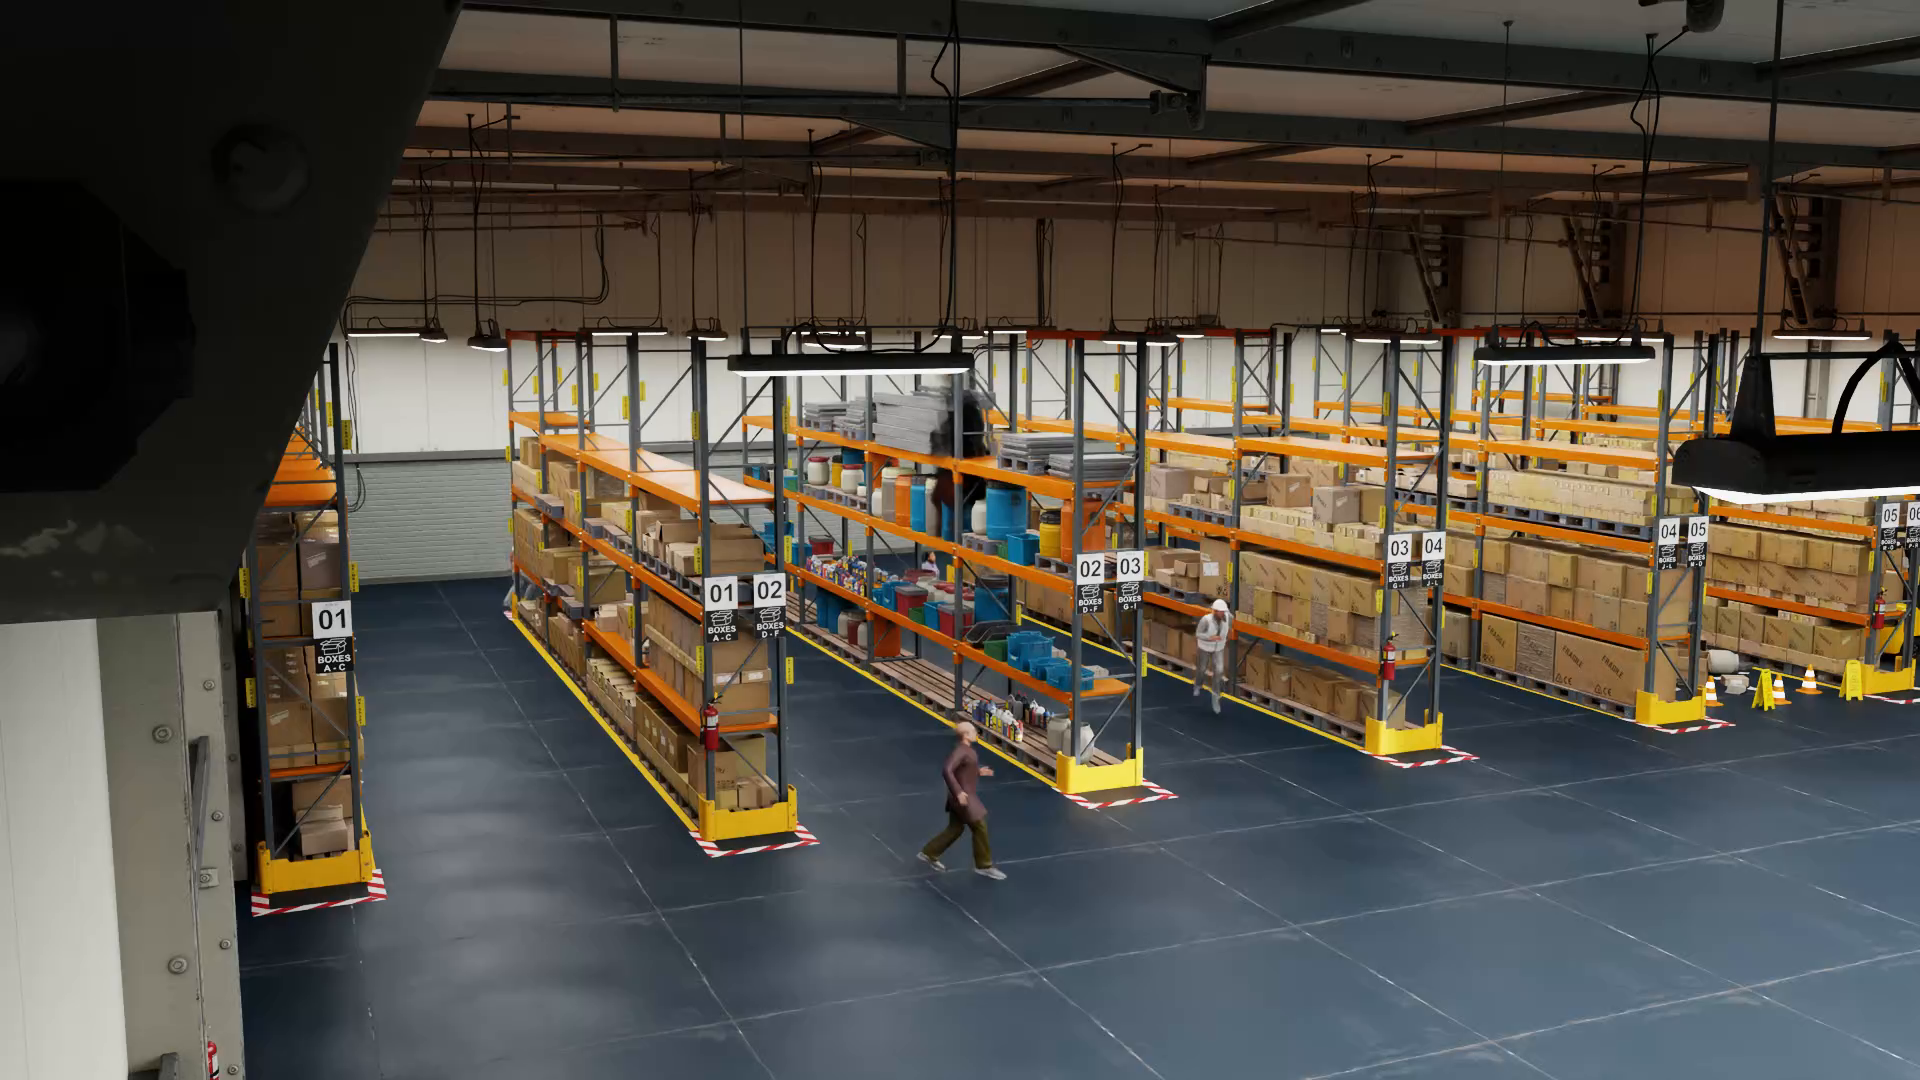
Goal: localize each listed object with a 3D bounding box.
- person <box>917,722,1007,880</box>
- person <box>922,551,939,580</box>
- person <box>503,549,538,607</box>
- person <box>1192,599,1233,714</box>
[{"bbox_3d":[0.017,2.917,18.663,1.009,1.789,0.720,-1,8,-4],"label":"person"},{"bbox_3d":[-0.651,1.041,32.983,0.586,1.683,0.863,-7,11,-43],"label":"person"},{"bbox_3d":[-9.422,0.684,35.714,0.819,1.677,0.592,-2,8,-17],"label":"person"},{"bbox_3d":[3.917,1.761,25.853,0.697,1.803,0.967,-2,8,-15],"label":"person"}]
